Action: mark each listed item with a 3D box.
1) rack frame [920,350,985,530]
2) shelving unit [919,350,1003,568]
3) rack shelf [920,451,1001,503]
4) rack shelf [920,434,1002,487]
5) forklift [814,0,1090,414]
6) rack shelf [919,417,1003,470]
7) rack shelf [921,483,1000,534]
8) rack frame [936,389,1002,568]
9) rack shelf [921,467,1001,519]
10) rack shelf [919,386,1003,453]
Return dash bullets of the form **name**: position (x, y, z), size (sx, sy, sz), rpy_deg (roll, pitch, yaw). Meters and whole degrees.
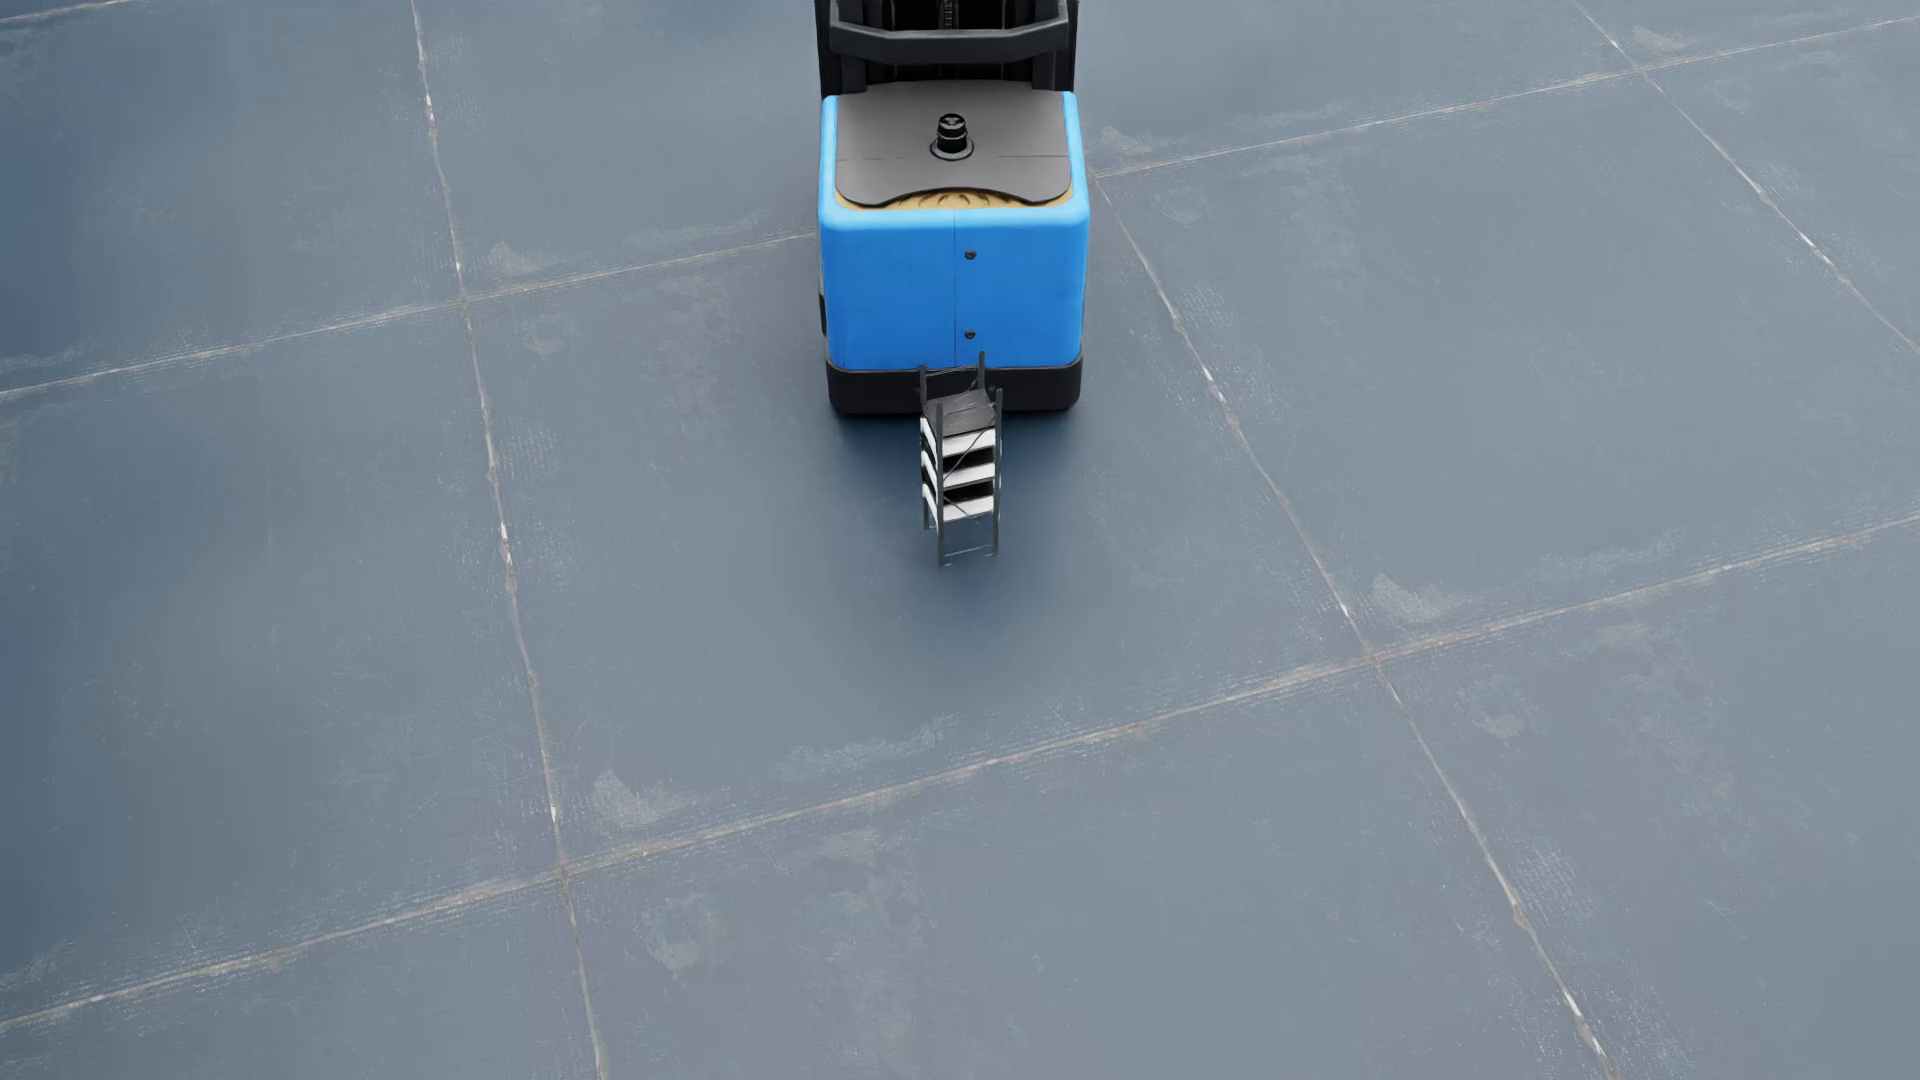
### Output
- **rack frame**: position (-0.028, -0.358, 6.253), size (0.240, 0.900, 0.006), rpy_deg (-13, 51, -11)
- **shelving unit**: position (0.002, -0.284, 6.191), size (0.258, 0.900, 0.210), rpy_deg (-13, 51, -11)
- **rack shelf**: position (0.002, -0.263, 6.216), size (0.258, 0.077, 0.200), rpy_deg (-13, 51, -11)
- **rack shelf**: position (0.002, -0.321, 6.147), size (0.258, 0.077, 0.200), rpy_deg (-13, 51, -11)
- **forklift**: position (-0.063, -2.586, 6.802), size (1.130, 2.935, 3.031), rpy_deg (-1, 50, -1)
- **rack shelf**: position (0.002, -0.379, 6.078), size (0.258, 0.077, 0.200), rpy_deg (-13, 51, -11)
- **rack shelf**: position (0.002, -0.147, 6.354), size (0.258, 0.077, 0.200), rpy_deg (-13, 51, -11)
- **rack frame**: position (0.032, -0.210, 6.128), size (0.240, 0.900, 0.006), rpy_deg (-13, 51, -11)
- **rack shelf**: position (0.002, -0.205, 6.285), size (0.258, 0.077, 0.200), rpy_deg (-13, 51, -11)
- **rack shelf**: position (0.002, -0.437, 6.010), size (0.258, 0.077, 0.200), rpy_deg (-13, 51, -11)
